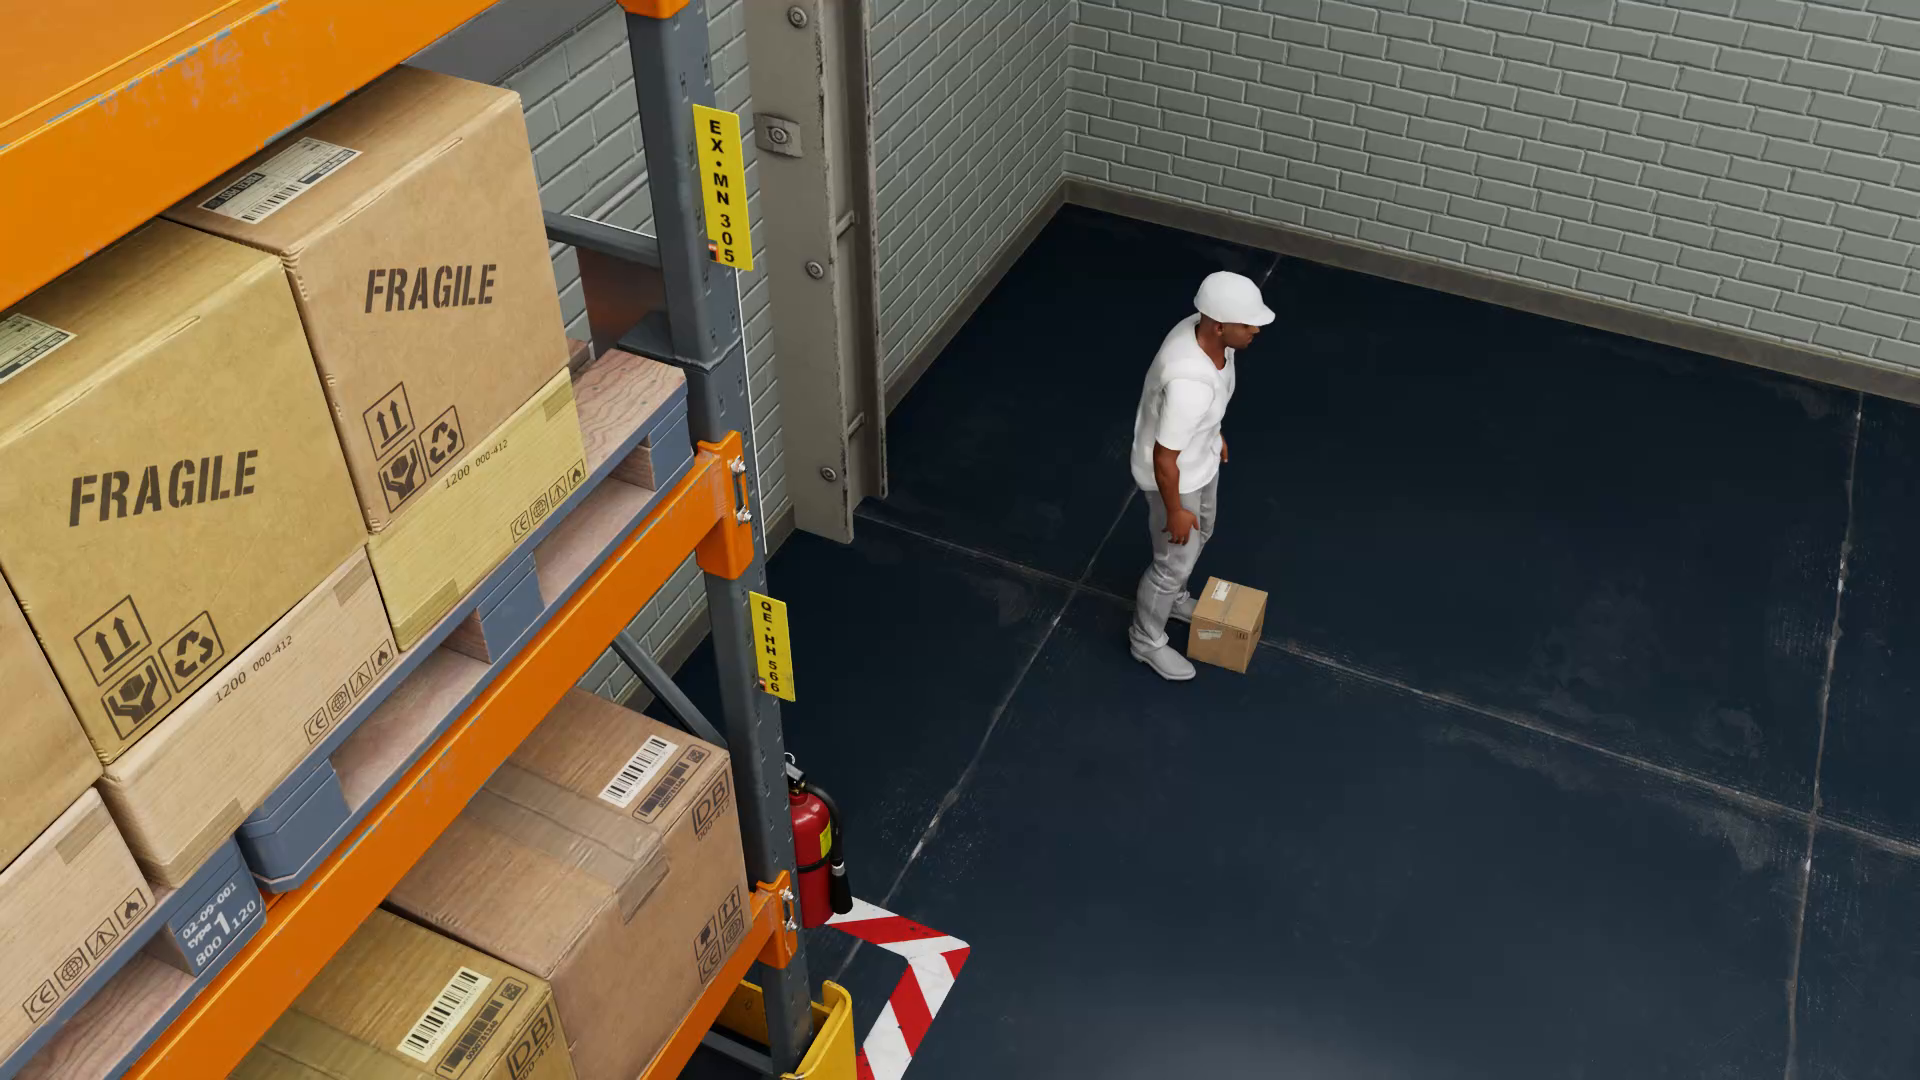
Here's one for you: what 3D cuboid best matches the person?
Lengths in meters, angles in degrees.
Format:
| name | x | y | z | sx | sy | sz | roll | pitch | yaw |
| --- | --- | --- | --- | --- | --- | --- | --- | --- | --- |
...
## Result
| name | x | y | z | sx | sy | sz | roll | pitch | yaw |
| --- | --- | --- | --- | --- | --- | --- | --- | --- | --- |
| person | 0.898 | -0.539 | 6.223 | 0.454 | 1.060 | 0.636 | 15 | 44 | 16 |
